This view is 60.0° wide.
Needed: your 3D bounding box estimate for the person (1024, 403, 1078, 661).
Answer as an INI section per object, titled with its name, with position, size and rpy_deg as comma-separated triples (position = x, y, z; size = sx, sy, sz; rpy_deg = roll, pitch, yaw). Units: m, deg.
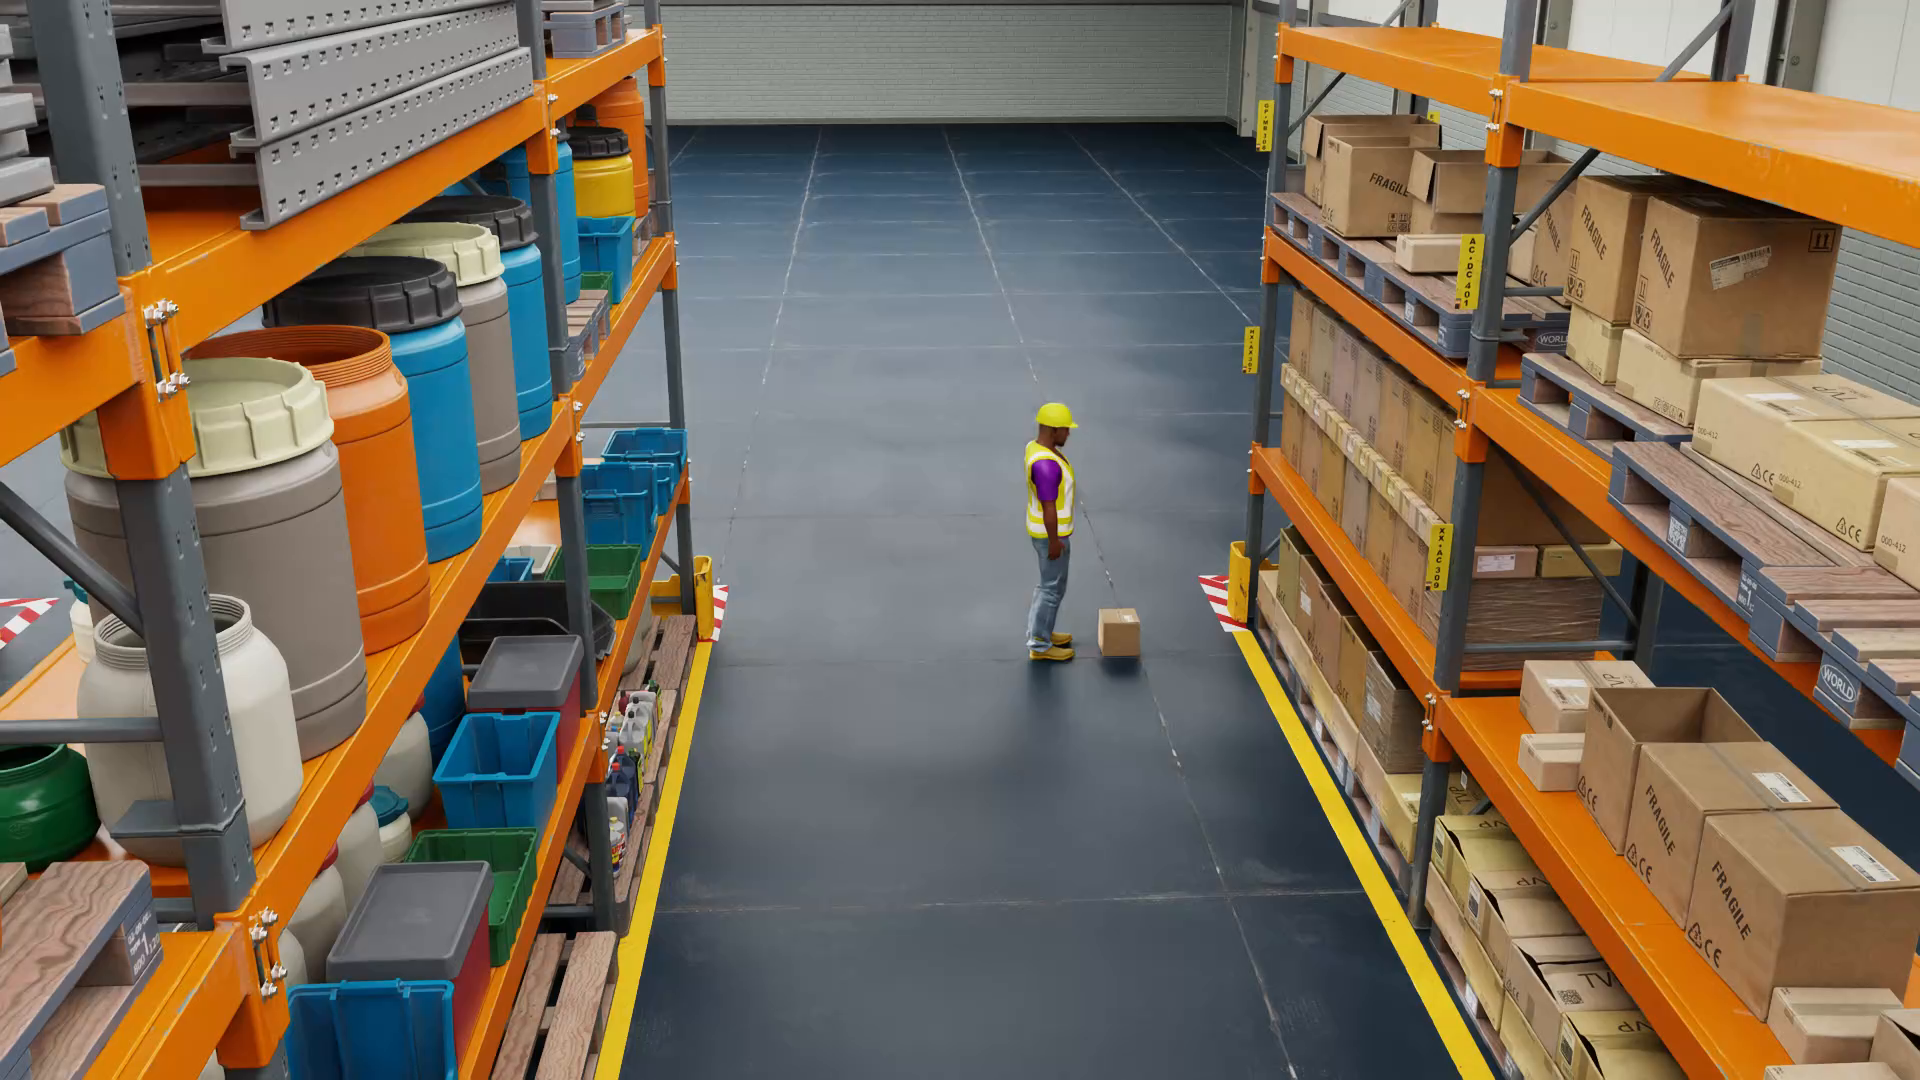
[person]
position = 0.608, -0.070, 11.236
size = 0.362, 1.762, 0.566
rpy_deg = -1, 20, -2
